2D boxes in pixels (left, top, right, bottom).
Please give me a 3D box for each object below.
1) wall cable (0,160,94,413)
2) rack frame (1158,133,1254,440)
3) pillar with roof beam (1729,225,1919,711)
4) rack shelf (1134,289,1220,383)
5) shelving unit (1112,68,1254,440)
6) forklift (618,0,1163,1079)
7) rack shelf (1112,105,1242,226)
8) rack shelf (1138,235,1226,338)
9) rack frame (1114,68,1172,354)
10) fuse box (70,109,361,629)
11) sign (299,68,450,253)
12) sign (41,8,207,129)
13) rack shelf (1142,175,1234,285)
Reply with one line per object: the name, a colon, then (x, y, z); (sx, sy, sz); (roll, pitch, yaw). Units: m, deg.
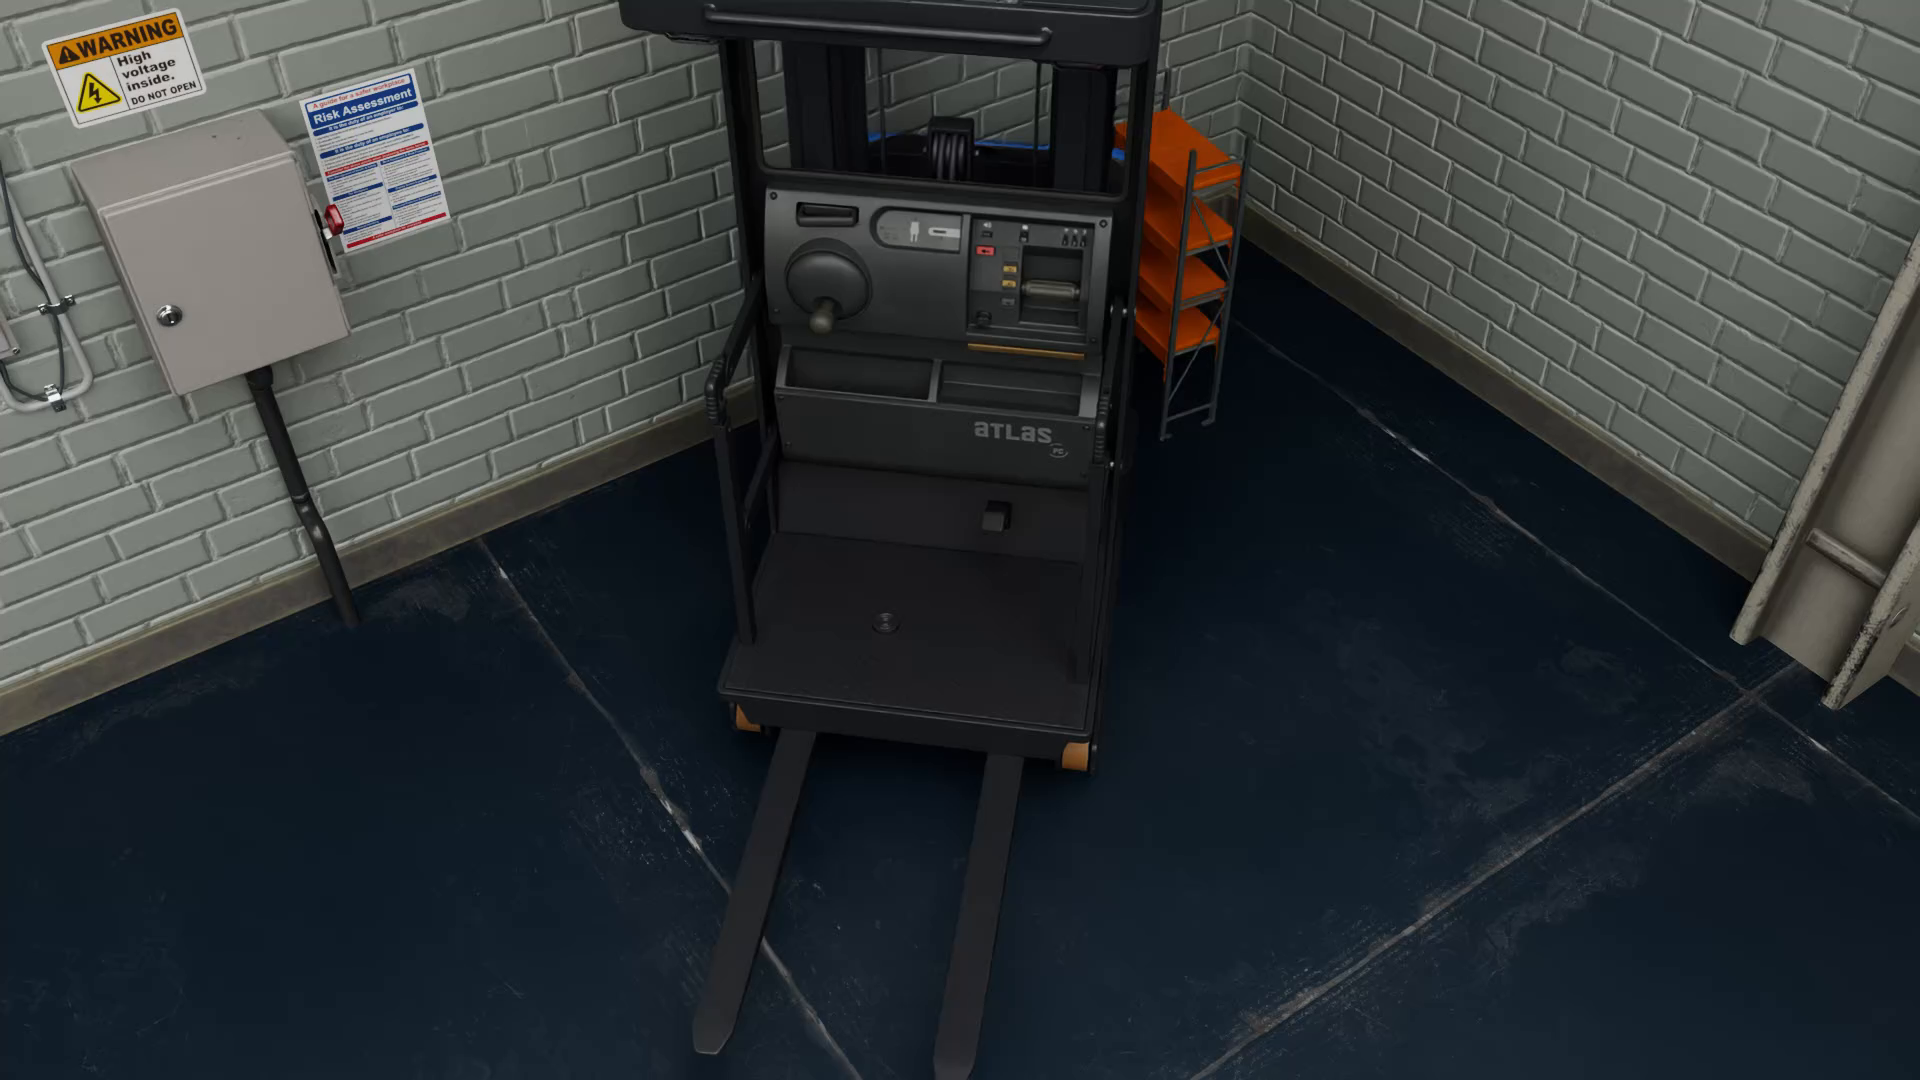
wall cable: (-2.610, -0.995, 3.885); (0.588, 1.984, 0.122); (-26, 49, -24)
rack frame: (0.843, -0.844, 5.765); (0.240, 1.200, 0.015); (-20, 47, -20)
pillar with roof beam: (-0.787, -1.192, 0.482); (9.100, 9.000, 0.400); (-26, 49, -24)
rack shelf: (0.729, -0.801, 6.105); (0.258, 0.148, 0.480); (-20, 47, -20)
shelving unit: (0.730, -0.994, 5.922); (0.258, 1.200, 0.503); (-20, 47, -20)
forklift: (-0.096, -0.634, 4.291); (1.130, 2.935, 3.031); (6, 44, 6)
rack shelf: (0.731, -1.278, 5.651); (0.258, 0.148, 0.480); (-20, 47, -20)
rack shelf: (0.730, -0.945, 5.968); (0.258, 0.148, 0.480); (-20, 47, -20)
rack frame: (0.617, -1.143, 6.078); (0.240, 1.200, 0.015); (-20, 47, -20)
fuse box: (-1.960, -0.342, 4.869); (0.539, 1.711, 0.414); (-26, 49, -24)
sign: (-1.674, -1.086, 4.784); (0.329, 0.494, 0.001); (-26, 49, -24)
sign: (-2.124, -1.202, 4.239); (0.339, 0.242, 0.001); (-26, 49, -24)
rack shelf: (0.730, -1.107, 5.814); (0.258, 0.148, 0.480); (-20, 47, -20)
